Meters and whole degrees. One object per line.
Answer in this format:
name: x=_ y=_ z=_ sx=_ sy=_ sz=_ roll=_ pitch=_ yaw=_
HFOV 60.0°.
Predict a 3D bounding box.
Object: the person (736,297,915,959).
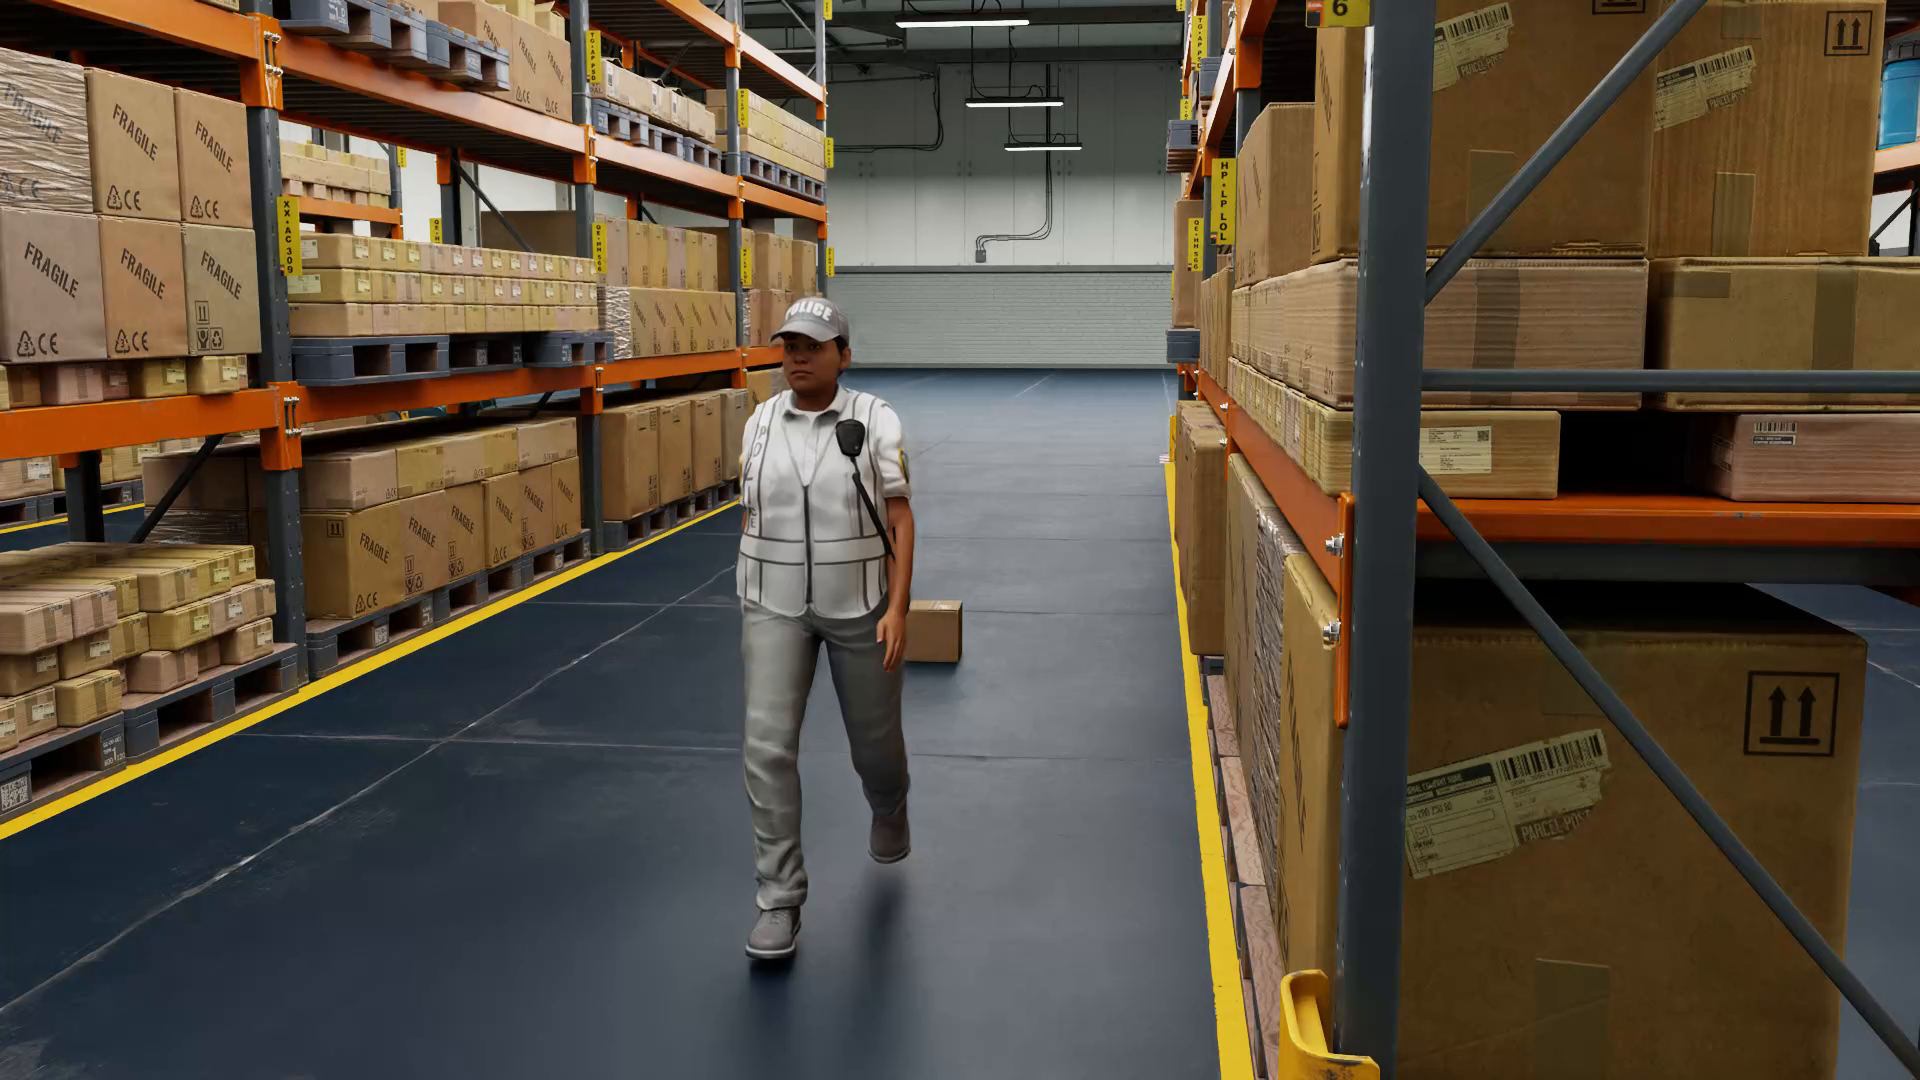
person: x=-0.350 y=0.178 z=4.390 sx=0.478 sy=1.621 sz=0.905 roll=1 pitch=8 yaw=4
